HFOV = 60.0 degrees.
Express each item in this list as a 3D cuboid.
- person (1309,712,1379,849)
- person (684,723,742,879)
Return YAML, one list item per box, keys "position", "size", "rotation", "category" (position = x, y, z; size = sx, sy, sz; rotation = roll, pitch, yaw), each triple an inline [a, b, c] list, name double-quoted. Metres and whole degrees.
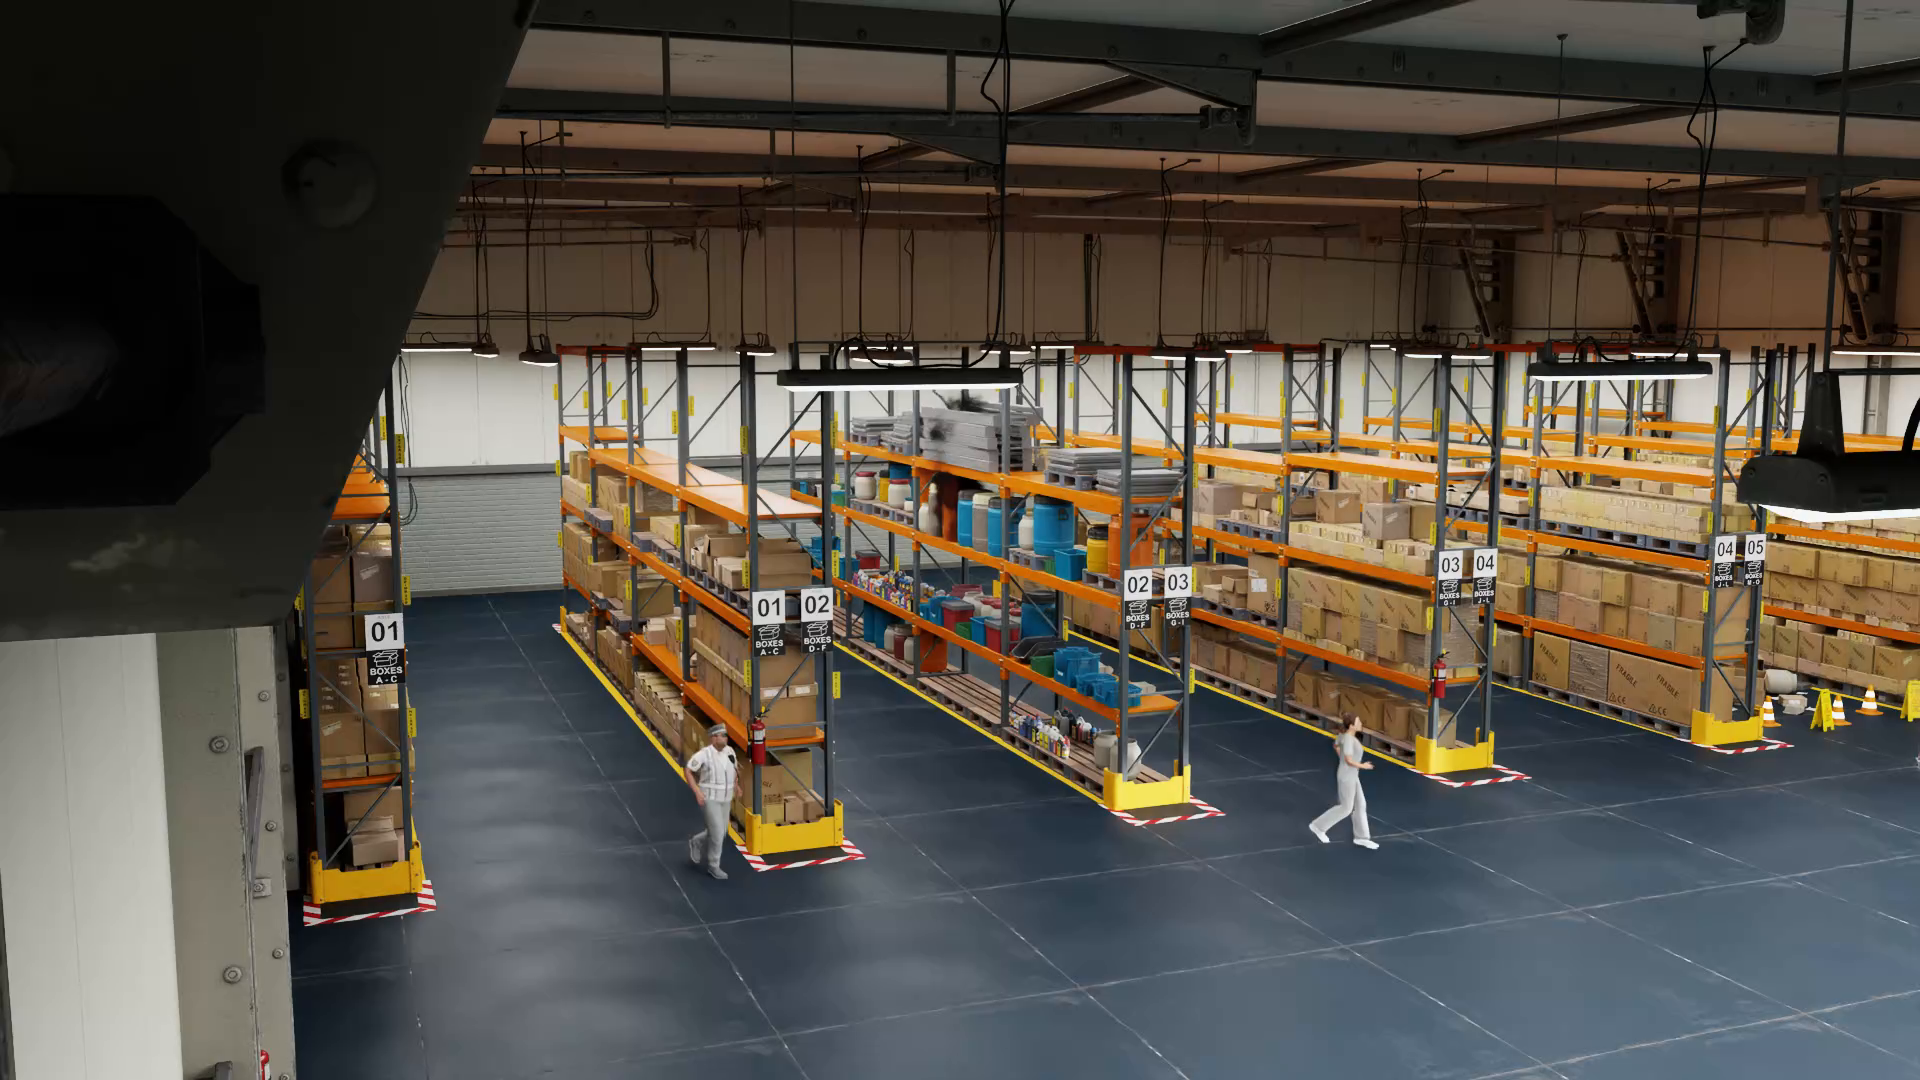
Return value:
- position: [4.714, 2.930, 20.334]
  size: [0.846, 1.686, 0.587]
  rotation: [2, 7, 12]
  category: "person"
- position: [-2.880, 3.016, 19.482]
  size: [0.749, 1.763, 0.693]
  rotation: [6, 9, 40]
  category: "person"
